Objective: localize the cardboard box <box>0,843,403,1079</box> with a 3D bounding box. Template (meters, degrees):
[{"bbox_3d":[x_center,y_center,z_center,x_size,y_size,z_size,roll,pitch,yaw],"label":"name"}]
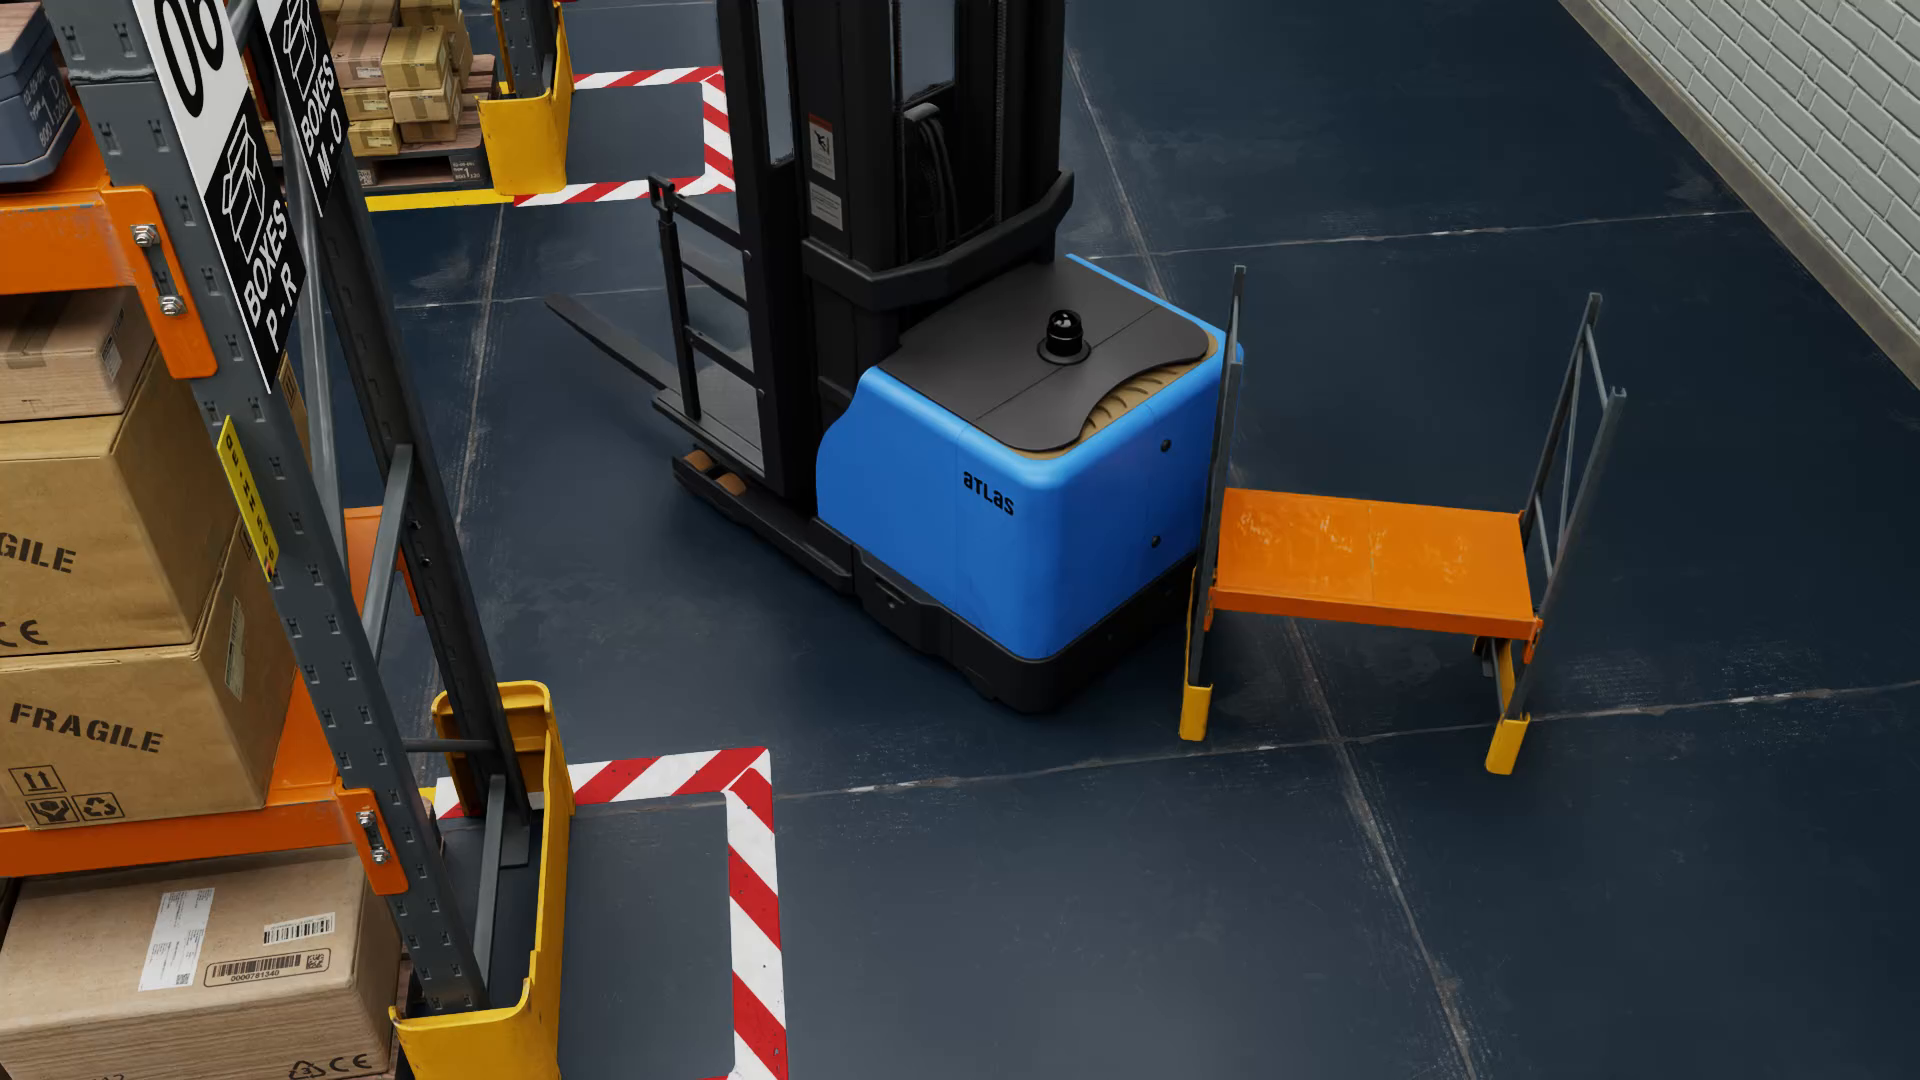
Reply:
[{"bbox_3d":[-2.001,1.002,4.499,0.875,0.438,0.875,-6,42,-7],"label":"cardboard box"}]

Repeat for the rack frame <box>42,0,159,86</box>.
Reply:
[{"bbox_3d":[-1.359,-2.145,1.909,0.127,3.000,1.000,-5,42,-6],"label":"rack frame"}]

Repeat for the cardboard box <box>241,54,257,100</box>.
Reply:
[{"bbox_3d":[-3.355,-2.229,7.852,0.250,0.149,0.380,-7,42,-7],"label":"cardboard box"}]

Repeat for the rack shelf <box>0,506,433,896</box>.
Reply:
[{"bbox_3d":[-3.343,0.524,3.967,4.000,0.370,1.077,-5,42,-6],"label":"rack shelf"}]

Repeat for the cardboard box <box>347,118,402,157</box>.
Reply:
[{"bbox_3d":[-2.838,-2.019,8.064,0.250,0.149,0.380,-4,42,-4],"label":"cardboard box"}]

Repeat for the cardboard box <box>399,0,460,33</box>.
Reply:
[{"bbox_3d":[-2.665,-2.694,8.368,0.250,0.149,0.380,-7,42,-7],"label":"cardboard box"}]

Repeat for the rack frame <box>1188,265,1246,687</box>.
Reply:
[{"bbox_3d":[0.792,-0.088,5.227,0.032,1.500,0.500,6,42,6],"label":"rack frame"}]

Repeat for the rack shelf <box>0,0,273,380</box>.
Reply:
[{"bbox_3d":[-3.343,-0.590,2.962,4.000,0.370,1.077,-5,42,-6],"label":"rack shelf"}]

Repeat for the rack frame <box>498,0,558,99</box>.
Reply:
[{"bbox_3d":[-2.101,-3.196,7.553,0.127,3.000,1.000,-5,42,-6],"label":"rack frame"}]

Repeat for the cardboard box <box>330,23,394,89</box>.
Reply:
[{"bbox_3d":[-2.850,-2.316,7.949,0.250,0.149,0.380,-4,42,-5],"label":"cardboard box"}]

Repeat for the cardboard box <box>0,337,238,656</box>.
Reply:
[{"bbox_3d":[-1.807,-0.125,3.328,0.500,0.500,0.500,-4,42,-4],"label":"cardboard box"}]

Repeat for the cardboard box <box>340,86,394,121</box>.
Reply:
[{"bbox_3d":[-2.854,-2.181,8.021,0.250,0.149,0.380,-6,42,-7],"label":"cardboard box"}]

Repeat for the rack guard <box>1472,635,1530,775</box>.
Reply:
[{"bbox_3d":[1.797,0.475,5.536,0.087,0.250,0.587,6,42,6],"label":"rack guard"}]

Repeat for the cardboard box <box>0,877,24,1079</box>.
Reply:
[{"bbox_3d":[-2.907,1.087,4.404,0.875,0.438,0.875,-4,42,-4],"label":"cardboard box"}]

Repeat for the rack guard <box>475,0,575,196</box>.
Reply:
[{"bbox_3d":[-2.177,-2.261,8.383,0.348,0.500,1.175,-5,42,-6],"label":"rack guard"}]

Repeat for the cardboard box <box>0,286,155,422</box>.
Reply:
[{"bbox_3d":[-1.689,-0.402,3.151,0.250,0.149,0.380,-4,42,-5],"label":"cardboard box"}]

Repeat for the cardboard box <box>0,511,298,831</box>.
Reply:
[{"bbox_3d":[-1.803,0.264,3.643,0.500,0.500,0.500,-5,42,-5],"label":"cardboard box"}]

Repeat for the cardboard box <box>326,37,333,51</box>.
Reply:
[{"bbox_3d":[-3.090,-2.209,7.830,0.250,0.149,0.380,-6,42,-6],"label":"cardboard box"}]

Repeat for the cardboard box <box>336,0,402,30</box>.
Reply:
[{"bbox_3d":[-2.923,-2.590,8.253,0.250,0.149,0.380,-4,42,-5],"label":"cardboard box"}]

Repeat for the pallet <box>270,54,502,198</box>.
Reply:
[{"bbox_3d":[-2.987,-2.106,8.428,1.213,0.211,1.003,-5,42,-6],"label":"pallet"}]

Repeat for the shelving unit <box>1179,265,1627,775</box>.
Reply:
[{"bbox_3d":[1.304,-0.038,5.172,1.083,1.500,0.587,6,42,6],"label":"shelving unit"}]

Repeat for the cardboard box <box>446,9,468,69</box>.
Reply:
[{"bbox_3d":[-2.654,-2.528,8.406,0.250,0.149,0.380,-3,42,-4],"label":"cardboard box"}]

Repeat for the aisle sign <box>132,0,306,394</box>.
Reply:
[{"bbox_3d":[-1.248,-0.683,2.826,0.004,0.787,0.394,-5,42,-6],"label":"aisle sign"}]

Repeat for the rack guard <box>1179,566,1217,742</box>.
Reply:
[{"bbox_3d":[0.811,0.378,5.643,0.087,0.250,0.587,6,42,6],"label":"rack guard"}]

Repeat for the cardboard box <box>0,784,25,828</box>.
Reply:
[{"bbox_3d":[-2.303,0.297,3.606,0.500,0.500,0.500,-6,42,-6],"label":"cardboard box"}]

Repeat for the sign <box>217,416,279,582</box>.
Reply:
[{"bbox_3d":[-1.303,-0.073,3.050,0.005,0.325,0.100,-5,42,-6],"label":"sign"}]

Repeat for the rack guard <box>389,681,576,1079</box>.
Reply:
[{"bbox_3d":[-1.336,1.009,4.758,0.348,0.500,1.175,-5,42,-6],"label":"rack guard"}]

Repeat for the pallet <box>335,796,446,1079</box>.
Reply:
[{"bbox_3d":[-2.142,1.240,4.718,1.213,0.211,1.003,-5,42,-6],"label":"pallet"}]

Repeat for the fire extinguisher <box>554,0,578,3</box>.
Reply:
[{"bbox_3d":[-1.792,-2.744,7.388,0.183,0.674,0.296,-5,42,-6],"label":"fire extinguisher"}]

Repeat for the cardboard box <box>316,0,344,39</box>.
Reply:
[{"bbox_3d":[-3.189,-2.653,8.323,0.250,0.149,0.380,-5,42,-6],"label":"cardboard box"}]

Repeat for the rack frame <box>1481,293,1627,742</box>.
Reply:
[{"bbox_3d":[1.798,0.010,5.118,0.032,1.500,0.500,6,42,6],"label":"rack frame"}]

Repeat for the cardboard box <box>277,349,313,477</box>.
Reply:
[{"bbox_3d":[-1.873,-0.103,4.050,0.500,0.500,0.500,-5,42,-6],"label":"cardboard box"}]

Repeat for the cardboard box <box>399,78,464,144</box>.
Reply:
[{"bbox_3d":[-2.596,-2.109,8.163,0.250,0.149,0.380,-4,42,-5],"label":"cardboard box"}]

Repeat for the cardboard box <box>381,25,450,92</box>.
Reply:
[{"bbox_3d":[-2.594,-2.300,7.931,0.250,0.149,0.380,-5,42,-5],"label":"cardboard box"}]

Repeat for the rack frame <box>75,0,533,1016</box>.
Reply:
[{"bbox_3d":[-1.359,0.083,3.918,0.127,3.000,1.000,-5,42,-6],"label":"rack frame"}]

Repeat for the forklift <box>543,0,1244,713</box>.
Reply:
[{"bbox_3d":[-0.462,-1.396,5.610,3.031,2.935,1.130,34,52,32],"label":"forklift"}]

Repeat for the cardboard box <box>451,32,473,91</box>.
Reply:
[{"bbox_3d":[-2.662,-2.460,8.553,0.250,0.149,0.380,-4,42,-5],"label":"cardboard box"}]

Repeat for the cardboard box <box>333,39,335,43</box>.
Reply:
[{"bbox_3d":[-3.164,-2.462,8.333,0.250,0.149,0.380,-4,42,-5],"label":"cardboard box"}]

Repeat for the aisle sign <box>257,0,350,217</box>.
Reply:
[{"bbox_3d":[-1.326,-1.081,3.268,0.004,0.787,0.394,-5,42,-6],"label":"aisle sign"}]

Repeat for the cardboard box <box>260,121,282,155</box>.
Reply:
[{"bbox_3d":[-3.354,-2.023,8.068,0.250,0.149,0.380,-5,42,-5],"label":"cardboard box"}]

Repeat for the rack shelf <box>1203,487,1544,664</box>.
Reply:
[{"bbox_3d":[1.295,0.095,5.293,1.000,0.185,0.538,6,42,6],"label":"rack shelf"}]

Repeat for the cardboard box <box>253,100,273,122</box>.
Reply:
[{"bbox_3d":[-3.383,-2.167,8.005,0.250,0.149,0.380,-5,42,-6],"label":"cardboard box"}]

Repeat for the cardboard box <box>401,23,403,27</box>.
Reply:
[{"bbox_3d":[-2.933,-2.542,8.422,0.250,0.149,0.380,-5,42,-6],"label":"cardboard box"}]

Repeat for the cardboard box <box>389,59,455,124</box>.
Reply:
[{"bbox_3d":[-2.588,-2.168,8.007,0.250,0.149,0.380,-6,42,-7],"label":"cardboard box"}]

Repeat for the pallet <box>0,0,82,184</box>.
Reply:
[{"bbox_3d":[-2.094,-0.926,2.864,1.213,0.211,1.003,-5,42,-6],"label":"pallet"}]
